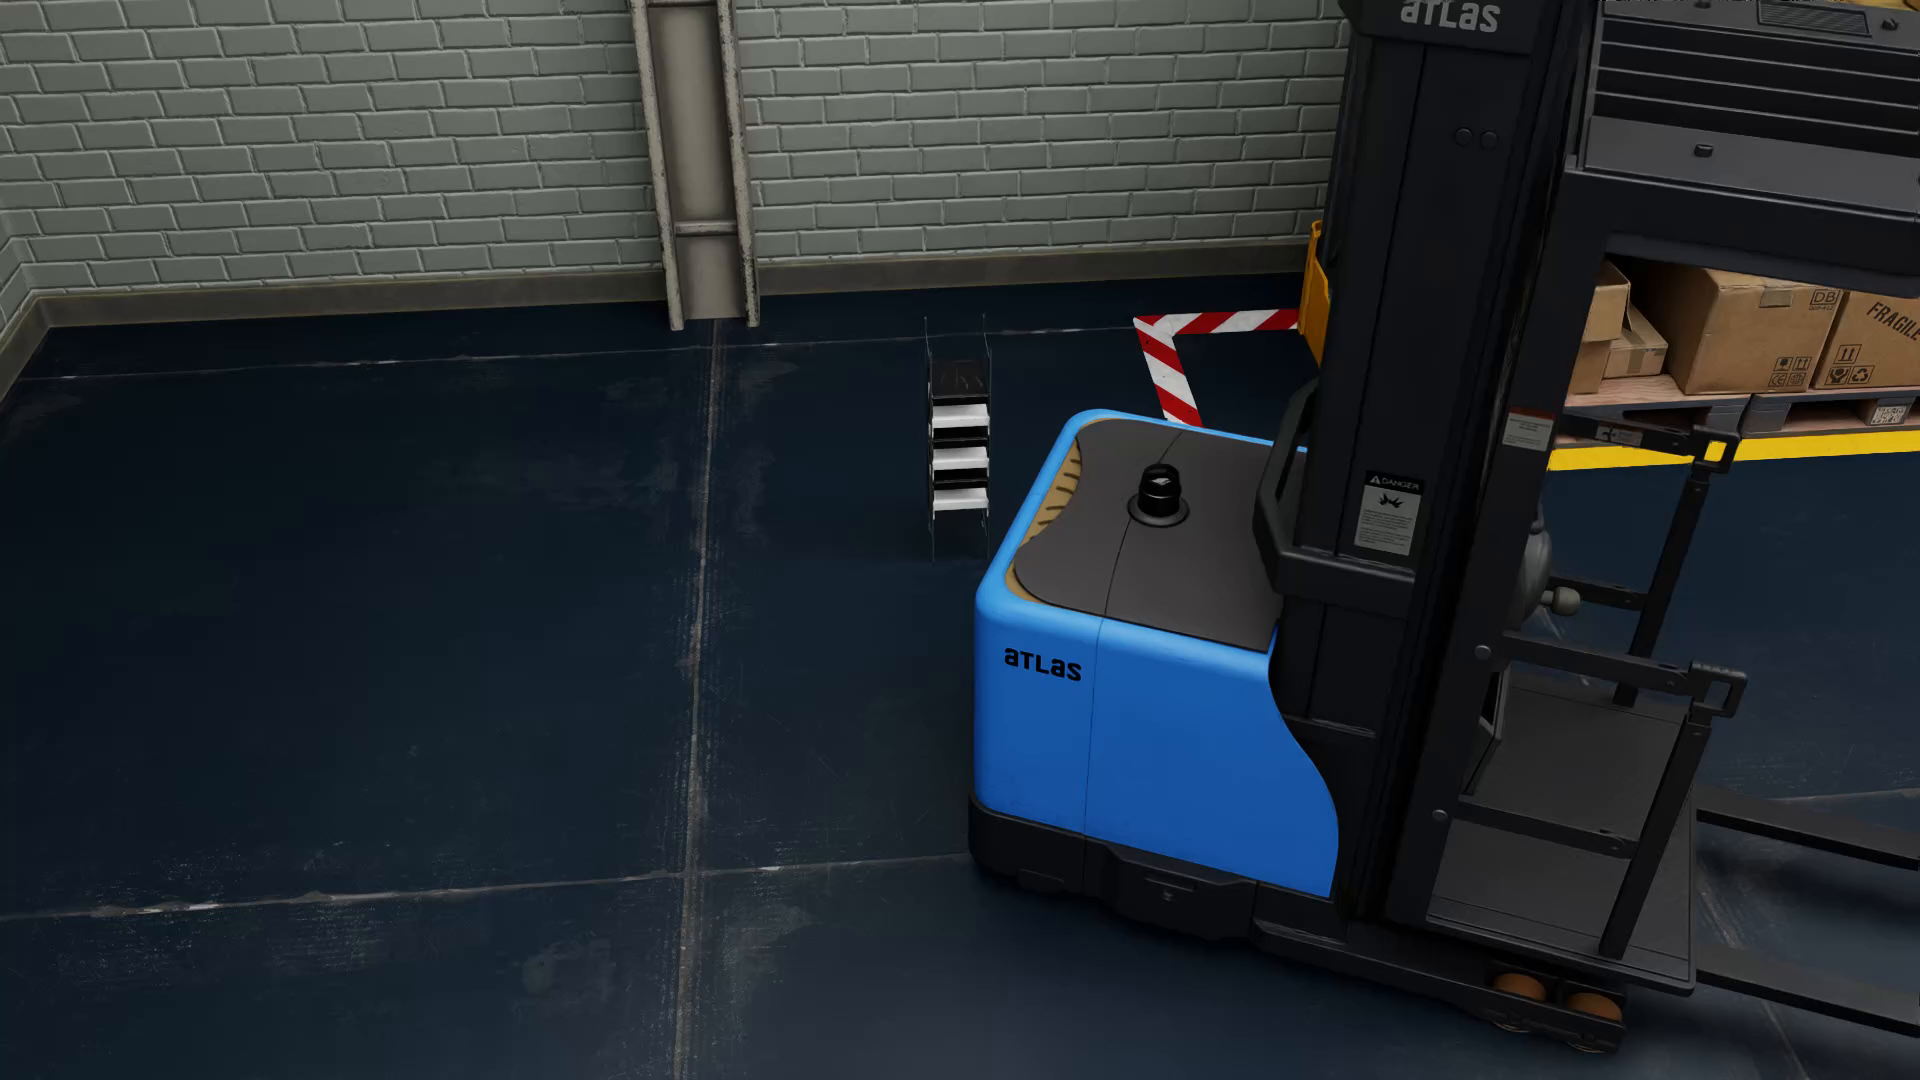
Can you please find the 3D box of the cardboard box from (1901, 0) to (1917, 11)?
[{"bbox_3d":[3.644,-1.829,6.027,0.500,0.250,0.500,-4,38,-5],"label":"cardboard box"}]

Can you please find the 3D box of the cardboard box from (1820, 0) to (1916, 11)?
[{"bbox_3d":[3.136,-1.787,5.975,0.500,0.250,0.500,-4,38,-5],"label":"cardboard box"}]

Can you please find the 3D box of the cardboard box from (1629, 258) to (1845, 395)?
[{"bbox_3d":[3.126,-0.995,6.768,0.500,0.500,0.700,-2,38,-2],"label":"cardboard box"}]

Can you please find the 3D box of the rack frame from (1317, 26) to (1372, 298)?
[{"bbox_3d":[1.654,-1.813,6.126,0.127,3.000,1.000,-3,38,-4],"label":"rack frame"}]

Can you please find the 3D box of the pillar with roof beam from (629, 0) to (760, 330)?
[{"bbox_3d":[-0.731,-1.920,1.419,0.400,9.000,9.100,-3,38,-4],"label":"pillar with roof beam"}]

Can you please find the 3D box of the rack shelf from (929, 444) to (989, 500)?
[{"bbox_3d":[-0.008,-0.256,6.047,0.200,0.077,0.258,-3,38,-4],"label":"rack shelf"}]

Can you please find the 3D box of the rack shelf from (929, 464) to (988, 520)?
[{"bbox_3d":[-0.008,-0.185,6.103,0.200,0.077,0.258,-3,38,-4],"label":"rack shelf"}]

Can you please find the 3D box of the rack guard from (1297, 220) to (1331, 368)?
[{"bbox_3d":[1.729,-0.836,6.906,0.348,0.500,1.175,-3,38,-4],"label":"rack guard"}]

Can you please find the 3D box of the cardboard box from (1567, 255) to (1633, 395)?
[{"bbox_3d":[2.271,-0.973,6.738,0.637,0.503,0.797,-5,39,-6],"label":"cardboard box"}]

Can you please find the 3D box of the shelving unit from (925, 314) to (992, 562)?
[{"bbox_3d":[-0.008,-0.353,5.971,0.210,0.900,0.258,-3,38,-4],"label":"shelving unit"}]

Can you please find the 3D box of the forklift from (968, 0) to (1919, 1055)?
[{"bbox_3d":[1.598,-0.139,4.061,3.031,2.935,1.130,12,40,15],"label":"forklift"}]

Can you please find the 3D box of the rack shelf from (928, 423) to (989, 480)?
[{"bbox_3d":[-0.008,-0.327,5.991,0.200,0.077,0.258,-3,38,-4],"label":"rack shelf"}]

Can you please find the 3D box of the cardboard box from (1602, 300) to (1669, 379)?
[{"bbox_3d":[2.698,-0.833,6.847,0.250,0.149,0.380,-5,39,-6],"label":"cardboard box"}]

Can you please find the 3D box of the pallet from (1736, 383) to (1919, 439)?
[{"bbox_3d":[3.736,-0.832,7.134,1.213,0.211,1.003,-3,38,-4],"label":"pallet"}]

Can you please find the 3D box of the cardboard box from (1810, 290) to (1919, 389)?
[{"bbox_3d":[3.662,-0.962,6.727,0.500,0.500,0.500,-2,38,-3],"label":"cardboard box"}]

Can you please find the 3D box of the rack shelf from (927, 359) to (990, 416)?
[{"bbox_3d":[-0.008,-0.539,5.824,0.200,0.077,0.258,-3,38,-4],"label":"rack shelf"}]

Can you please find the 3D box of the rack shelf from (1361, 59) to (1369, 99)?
[{"bbox_3d":[3.646,-1.641,6.488,4.000,0.370,1.077,-3,38,-4],"label":"rack shelf"}]

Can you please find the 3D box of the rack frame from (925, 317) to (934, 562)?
[{"bbox_3d":[-0.109,-0.347,5.964,0.006,0.900,0.240,-3,38,-4],"label":"rack frame"}]

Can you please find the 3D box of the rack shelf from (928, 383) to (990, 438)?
[{"bbox_3d":[-0.008,-0.468,5.880,0.200,0.077,0.258,-3,38,-4],"label":"rack shelf"}]

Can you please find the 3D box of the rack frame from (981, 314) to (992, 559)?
[{"bbox_3d":[0.093,-0.358,5.978,0.006,0.900,0.240,-3,38,-4],"label":"rack frame"}]

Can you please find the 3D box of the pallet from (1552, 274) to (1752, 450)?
[{"bbox_3d":[2.523,-0.767,7.052,1.213,0.211,1.003,-3,38,-4],"label":"pallet"}]

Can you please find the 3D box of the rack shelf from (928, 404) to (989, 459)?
[{"bbox_3d":[-0.008,-0.397,5.936,0.200,0.077,0.258,-3,38,-4],"label":"rack shelf"}]
